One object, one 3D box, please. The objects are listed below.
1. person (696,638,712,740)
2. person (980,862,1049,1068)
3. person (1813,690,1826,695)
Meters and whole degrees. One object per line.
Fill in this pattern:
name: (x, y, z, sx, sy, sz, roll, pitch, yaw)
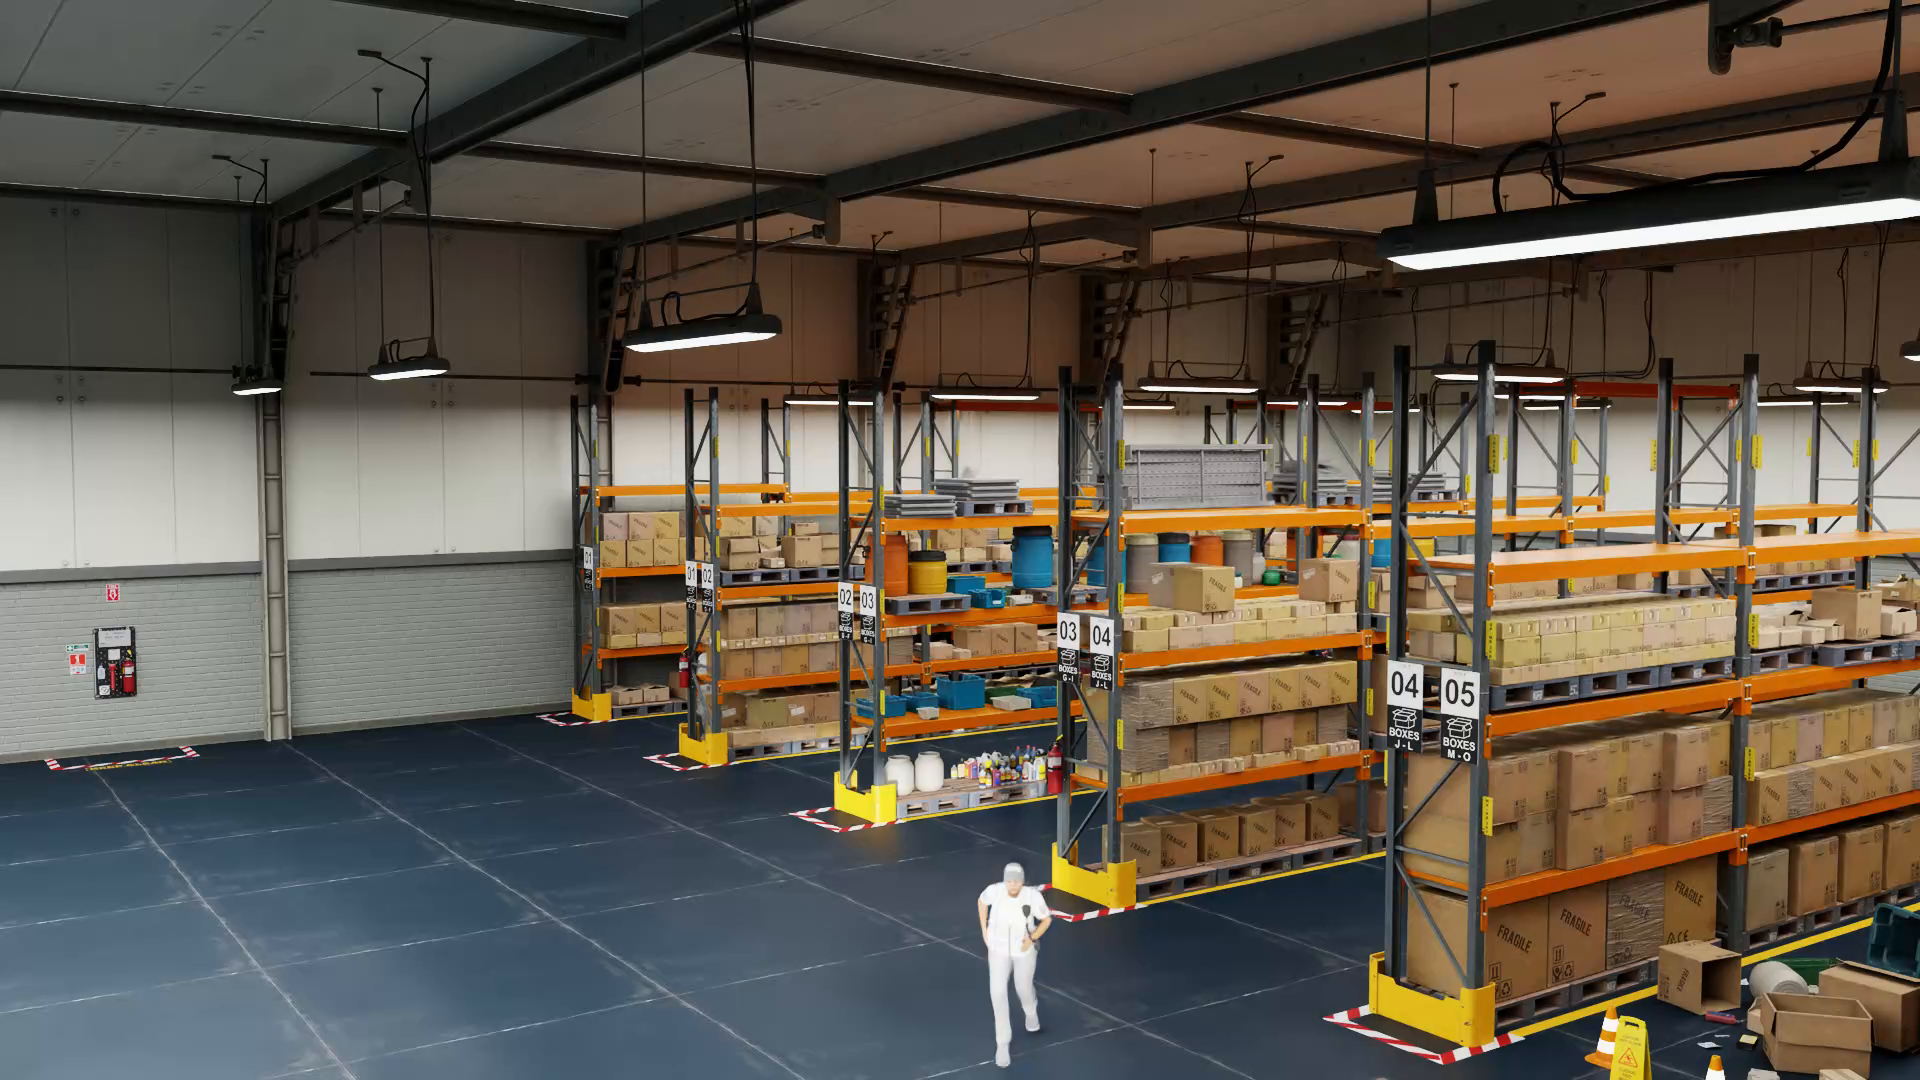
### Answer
person: (-4.335, 2.573, 28.929, 0.668, 1.760, 0.644, 2, 4, 34)
person: (0.466, 3.503, 14.129, 0.600, 1.651, 0.978, 1, 3, 9)
person: (12.000, 2.875, 23.167, 0.735, 1.582, 0.583, -3, 5, -41)
